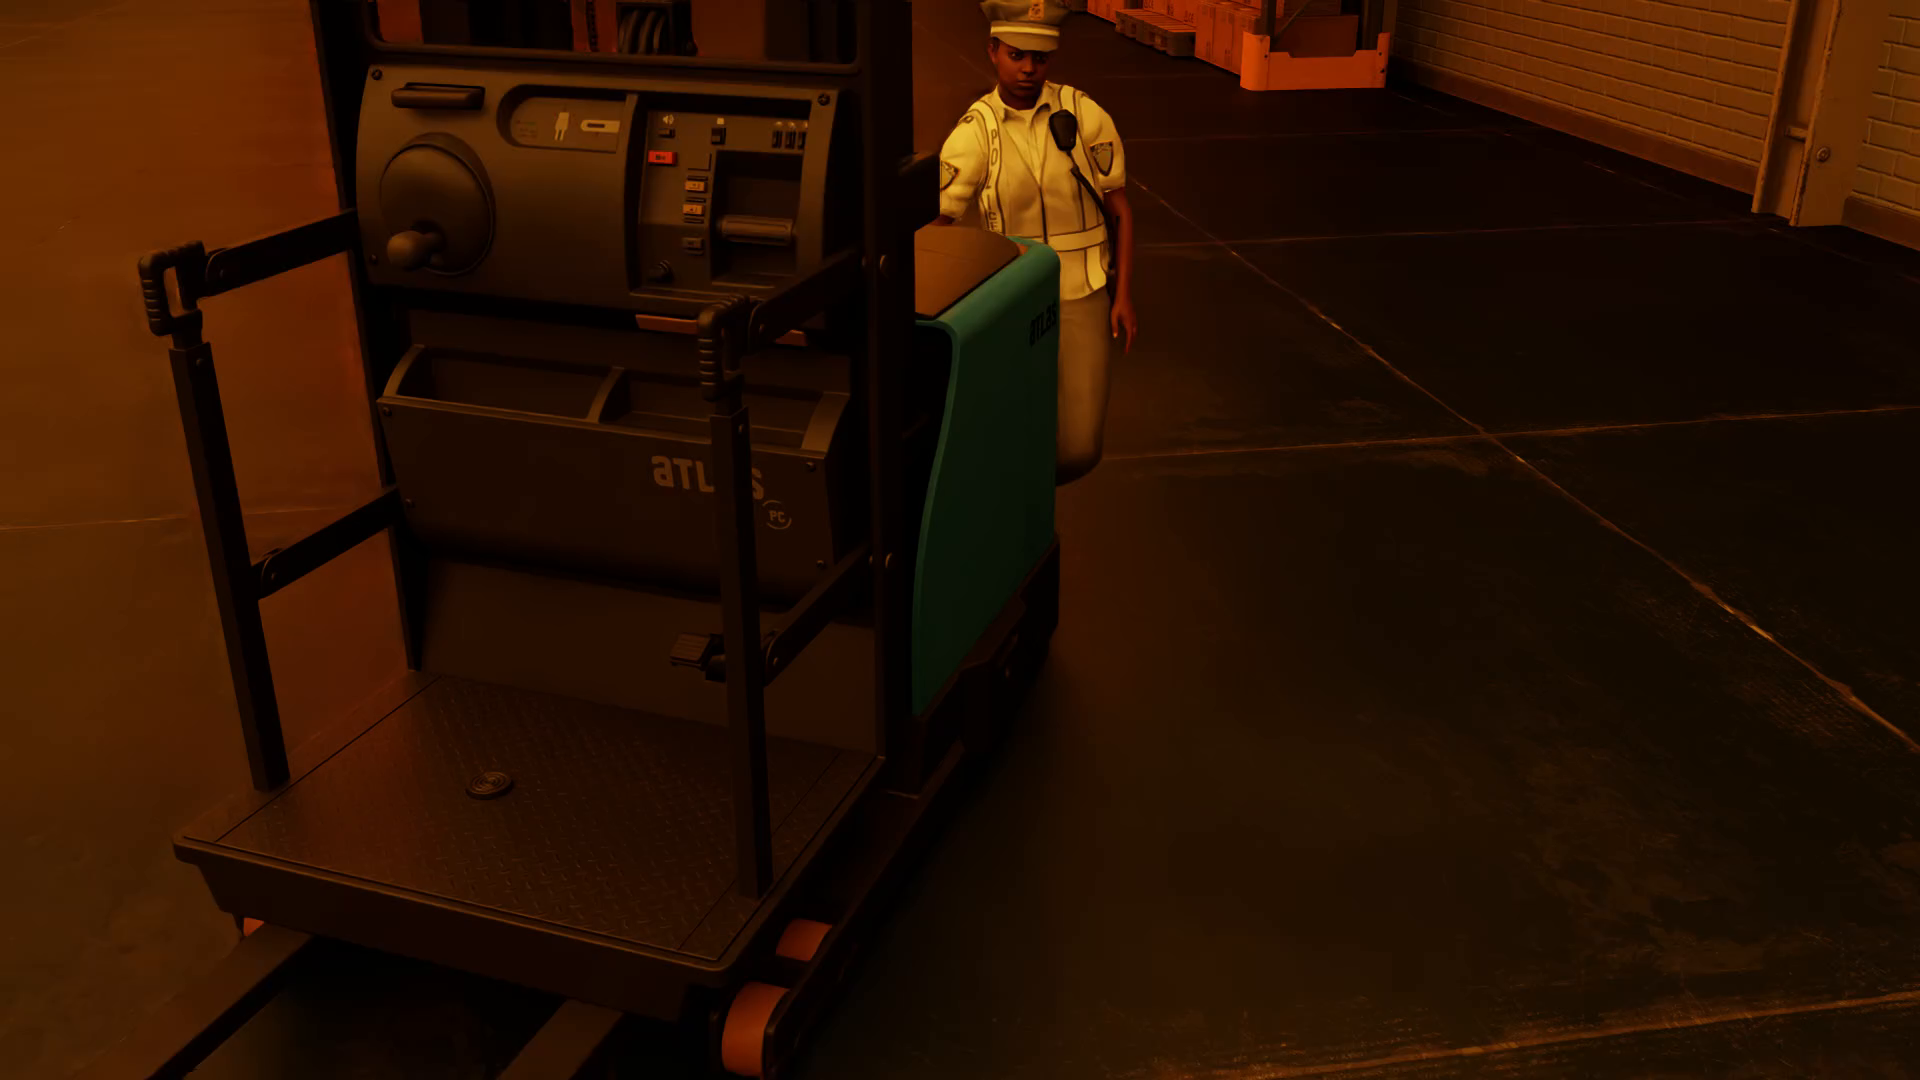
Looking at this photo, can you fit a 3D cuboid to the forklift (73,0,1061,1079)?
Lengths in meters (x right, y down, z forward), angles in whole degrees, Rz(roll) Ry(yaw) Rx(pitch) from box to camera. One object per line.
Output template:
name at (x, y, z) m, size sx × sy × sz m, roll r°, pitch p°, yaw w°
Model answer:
forklift at (-0.716, -0.598, 2.711) m, size 1.130 × 2.935 × 3.031 m, roll 8°, pitch 25°, yaw 18°

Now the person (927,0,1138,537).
person at (0.149, -0.605, 4.406) m, size 0.657 × 1.586 × 0.682 m, roll 0°, pitch 23°, yaw 1°
